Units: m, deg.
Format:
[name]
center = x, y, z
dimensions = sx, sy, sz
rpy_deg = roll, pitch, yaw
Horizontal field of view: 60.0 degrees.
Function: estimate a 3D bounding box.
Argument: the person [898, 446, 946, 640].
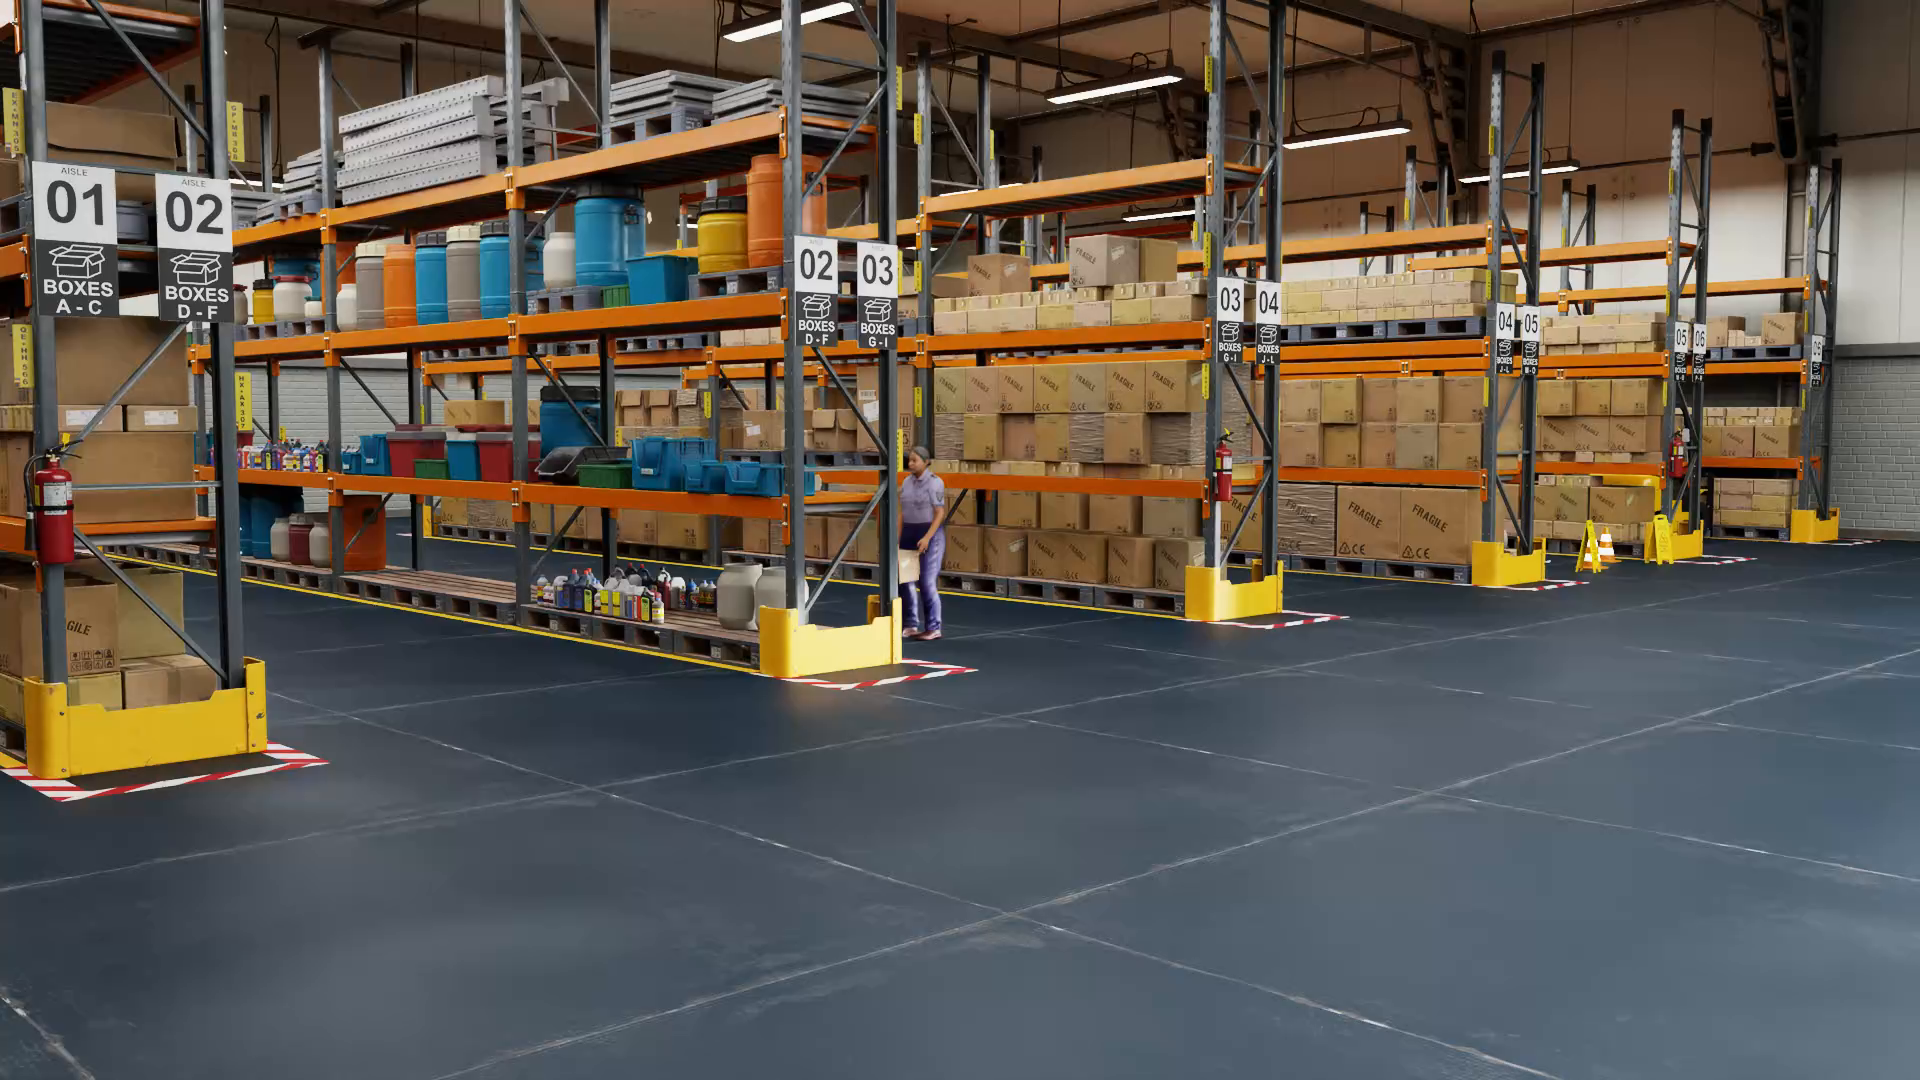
[person]
center = -0.348, 0.018, 14.311
dimensions = 0.519, 1.656, 0.372
rpy_deg = 4, 6, 45
